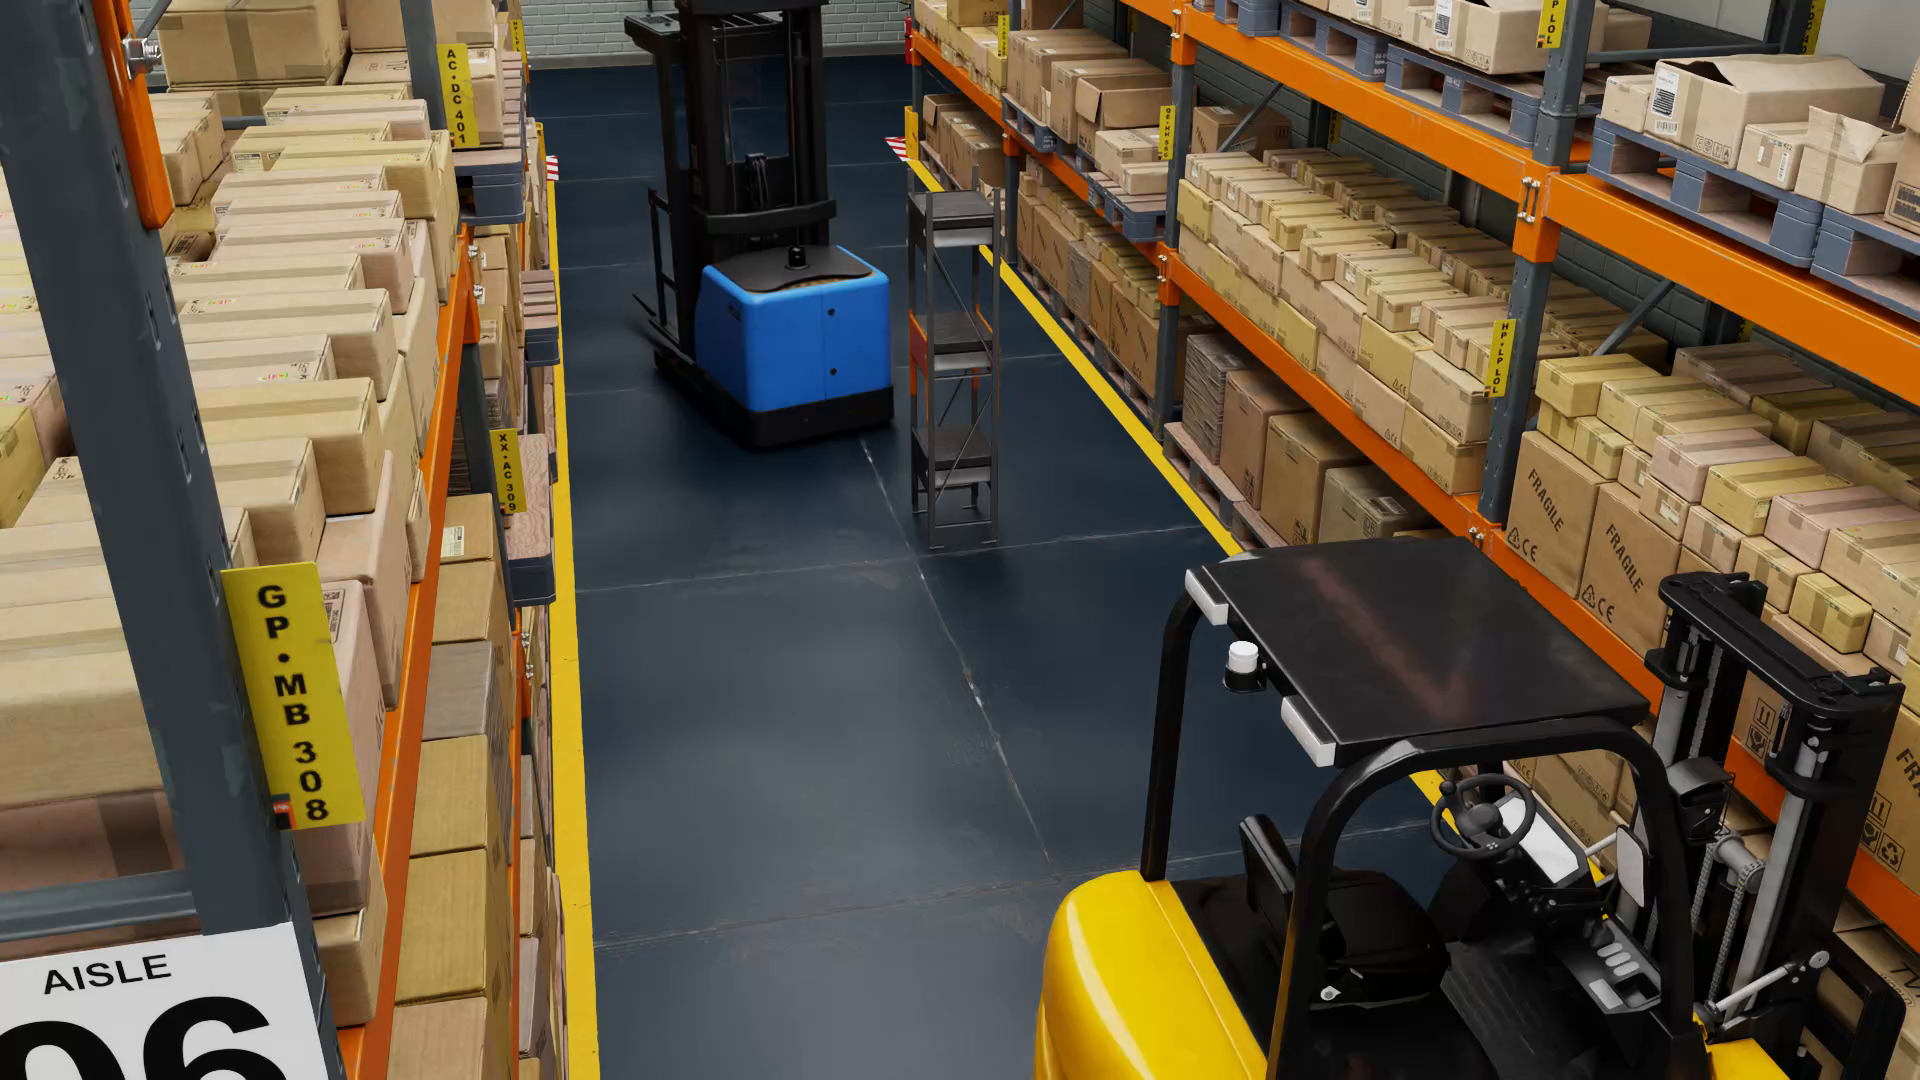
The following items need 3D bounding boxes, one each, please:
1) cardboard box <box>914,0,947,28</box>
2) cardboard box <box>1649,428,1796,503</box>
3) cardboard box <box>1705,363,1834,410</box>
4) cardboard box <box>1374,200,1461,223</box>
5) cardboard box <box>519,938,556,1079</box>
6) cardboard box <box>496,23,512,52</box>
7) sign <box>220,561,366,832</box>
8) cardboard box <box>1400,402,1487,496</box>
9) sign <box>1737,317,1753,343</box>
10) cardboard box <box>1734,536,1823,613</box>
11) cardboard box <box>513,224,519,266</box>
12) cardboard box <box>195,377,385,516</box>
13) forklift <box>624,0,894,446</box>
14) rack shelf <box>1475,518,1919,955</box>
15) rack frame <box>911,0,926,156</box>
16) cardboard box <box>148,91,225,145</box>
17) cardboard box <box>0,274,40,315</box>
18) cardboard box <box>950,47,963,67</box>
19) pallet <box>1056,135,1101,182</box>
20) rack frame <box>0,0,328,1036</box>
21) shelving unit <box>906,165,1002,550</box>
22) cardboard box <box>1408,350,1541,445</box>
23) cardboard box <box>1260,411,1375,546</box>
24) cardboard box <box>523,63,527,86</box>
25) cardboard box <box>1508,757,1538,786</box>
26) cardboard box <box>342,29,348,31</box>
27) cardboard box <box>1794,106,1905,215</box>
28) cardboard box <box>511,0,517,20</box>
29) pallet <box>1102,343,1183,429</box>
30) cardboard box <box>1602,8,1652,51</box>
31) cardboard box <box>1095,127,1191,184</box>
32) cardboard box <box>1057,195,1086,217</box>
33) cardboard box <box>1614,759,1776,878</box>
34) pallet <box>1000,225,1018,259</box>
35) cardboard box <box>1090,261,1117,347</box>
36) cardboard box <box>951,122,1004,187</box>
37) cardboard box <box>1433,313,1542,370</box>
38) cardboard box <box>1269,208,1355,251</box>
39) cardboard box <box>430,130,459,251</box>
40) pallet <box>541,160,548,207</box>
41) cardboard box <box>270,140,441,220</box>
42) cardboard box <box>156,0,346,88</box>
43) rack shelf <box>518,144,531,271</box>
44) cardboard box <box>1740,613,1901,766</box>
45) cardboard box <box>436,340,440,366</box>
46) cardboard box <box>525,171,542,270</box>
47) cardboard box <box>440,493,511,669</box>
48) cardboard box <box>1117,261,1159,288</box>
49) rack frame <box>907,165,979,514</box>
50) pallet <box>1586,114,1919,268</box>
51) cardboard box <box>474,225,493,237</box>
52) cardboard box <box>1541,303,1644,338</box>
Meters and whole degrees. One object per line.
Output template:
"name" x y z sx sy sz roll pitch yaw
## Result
"cardboard box" -0.173 -5.412 16.979 0.500 0.250 0.500 -6 27 -11
"cardboard box" 2.645 -0.261 5.778 0.380 0.149 0.250 -5 27 -10
"cardboard box" 3.074 -0.548 6.345 0.380 0.149 0.250 -7 28 -13
"cardboard box" 2.471 -1.725 9.007 0.380 0.149 0.250 -6 27 -12
"cardboard box" -1.516 1.586 5.032 0.500 0.500 0.500 -5 27 -9
"cardboard box" -3.477 -3.405 11.946 0.500 0.500 0.500 -5 27 -11
"sign" -0.714 0.173 1.780 0.100 0.325 0.005 -6 27 -12
"cardboard box" 2.323 -0.432 7.444 0.500 0.250 0.500 -5 27 -10
"sign" 3.232 -0.783 6.924 0.100 0.325 0.005 -6 27 -12
"cardboard box" 2.768 0.093 5.406 0.380 0.149 0.250 -7 28 -13
"cardboard box" -2.672 -1.748 8.978 0.500 0.500 0.500 -7 28 -13
"cardboard box" -1.176 -0.145 2.774 0.380 0.149 0.250 -6 27 -12
"forklift" -1.585 -2.547 11.542 1.130 2.935 3.031 -14 30 -25
"rack shelf" 3.142 0.895 5.447 1.077 0.370 4.000 -6 27 -12
"rack frame" -0.013 -5.572 17.461 1.000 3.000 0.127 -6 27 -12
"cardboard box" -2.391 -1.210 4.884 0.380 0.149 0.250 -6 27 -13
"cardboard box" -1.984 -0.414 3.306 0.380 0.149 0.250 -5 27 -10
"cardboard box" 0.115 -4.604 15.821 0.380 0.149 0.250 -5 27 -10
"pallet" 1.347 -2.828 12.237 1.003 0.211 1.213 -6 27 -12
"rack frame" -1.242 -0.721 1.191 1.000 3.000 0.127 -6 27 -12
"shelving unit" -0.037 -1.010 9.421 0.431 2.100 0.503 -6 27 -12
"cardboard box" 2.332 -0.650 7.321 0.500 0.250 0.500 -7 28 -13
"cardboard box" 2.224 -0.331 9.246 0.875 0.625 0.625 -7 28 -14
"cardboard box" -4.128 -4.254 14.739 0.500 0.500 0.500 -5 27 -10
"cardboard box" 2.500 0.756 6.954 0.500 0.250 0.500 -6 27 -12
"cardboard box" -2.639 -1.947 6.649 0.500 0.250 0.500 -6 27 -11
"cardboard box" 2.730 -1.133 4.909 0.396 0.266 0.258 -7 28 -13
"cardboard box" -4.030 -4.484 14.084 0.500 0.500 0.500 -5 27 -11
"pallet" 1.659 -1.147 11.789 1.003 0.211 1.213 -6 27 -12
"cardboard box" 2.692 -2.156 7.065 0.380 0.149 0.250 -6 27 -12
"cardboard box" 1.237 -2.611 11.295 0.500 0.250 0.500 -7 28 -14
"cardboard box" 0.992 -2.649 13.257 0.380 0.149 0.250 -6 27 -12
"cardboard box" 2.724 0.976 5.963 0.500 0.250 0.500 -5 27 -10
"pallet" 0.735 -2.873 15.208 1.003 0.211 1.213 -6 27 -12
"cardboard box" 1.262 -1.746 12.188 0.500 0.500 0.500 -5 27 -9
"cardboard box" 0.209 -3.744 16.148 0.500 0.500 0.500 -5 27 -11
"cardboard box" 2.322 -0.878 7.329 0.380 0.149 0.250 -6 27 -12
"cardboard box" 1.876 -1.659 8.878 0.380 0.149 0.250 -5 27 -11
"cardboard box" -1.781 -1.036 4.982 0.500 0.250 0.500 -6 27 -12
"pallet" -4.591 -3.479 16.408 1.003 0.211 1.213 -6 27 -12
"cardboard box" -1.568 -0.934 4.337 0.380 0.149 0.250 -5 27 -10
"cardboard box" -2.398 -1.723 5.651 0.500 0.250 0.500 -5 27 -10
"rack shelf" -3.496 -2.112 11.403 1.077 0.370 4.000 -6 27 -12
"cardboard box" 2.879 0.544 5.232 0.500 0.500 0.500 -6 27 -11
"cardboard box" -1.557 -0.465 4.292 0.380 0.149 0.250 -5 27 -10
"cardboard box" -3.729 -2.286 12.841 0.875 0.875 0.875 -5 27 -10
"cardboard box" -1.801 0.194 5.596 0.500 0.500 0.500 -7 28 -13
"cardboard box" 1.324 -1.849 11.673 0.380 0.149 0.250 -7 28 -13
"rack frame" -0.092 -1.117 9.633 0.400 2.100 0.015 -6 27 -12
"pallet" 2.909 -1.232 5.632 1.003 0.211 1.213 -6 27 -12
"cardboard box" -2.401 -1.520 7.805 0.380 0.149 0.250 -7 28 -14
"cardboard box" 2.812 -0.938 7.448 0.380 0.149 0.250 -7 28 -13
